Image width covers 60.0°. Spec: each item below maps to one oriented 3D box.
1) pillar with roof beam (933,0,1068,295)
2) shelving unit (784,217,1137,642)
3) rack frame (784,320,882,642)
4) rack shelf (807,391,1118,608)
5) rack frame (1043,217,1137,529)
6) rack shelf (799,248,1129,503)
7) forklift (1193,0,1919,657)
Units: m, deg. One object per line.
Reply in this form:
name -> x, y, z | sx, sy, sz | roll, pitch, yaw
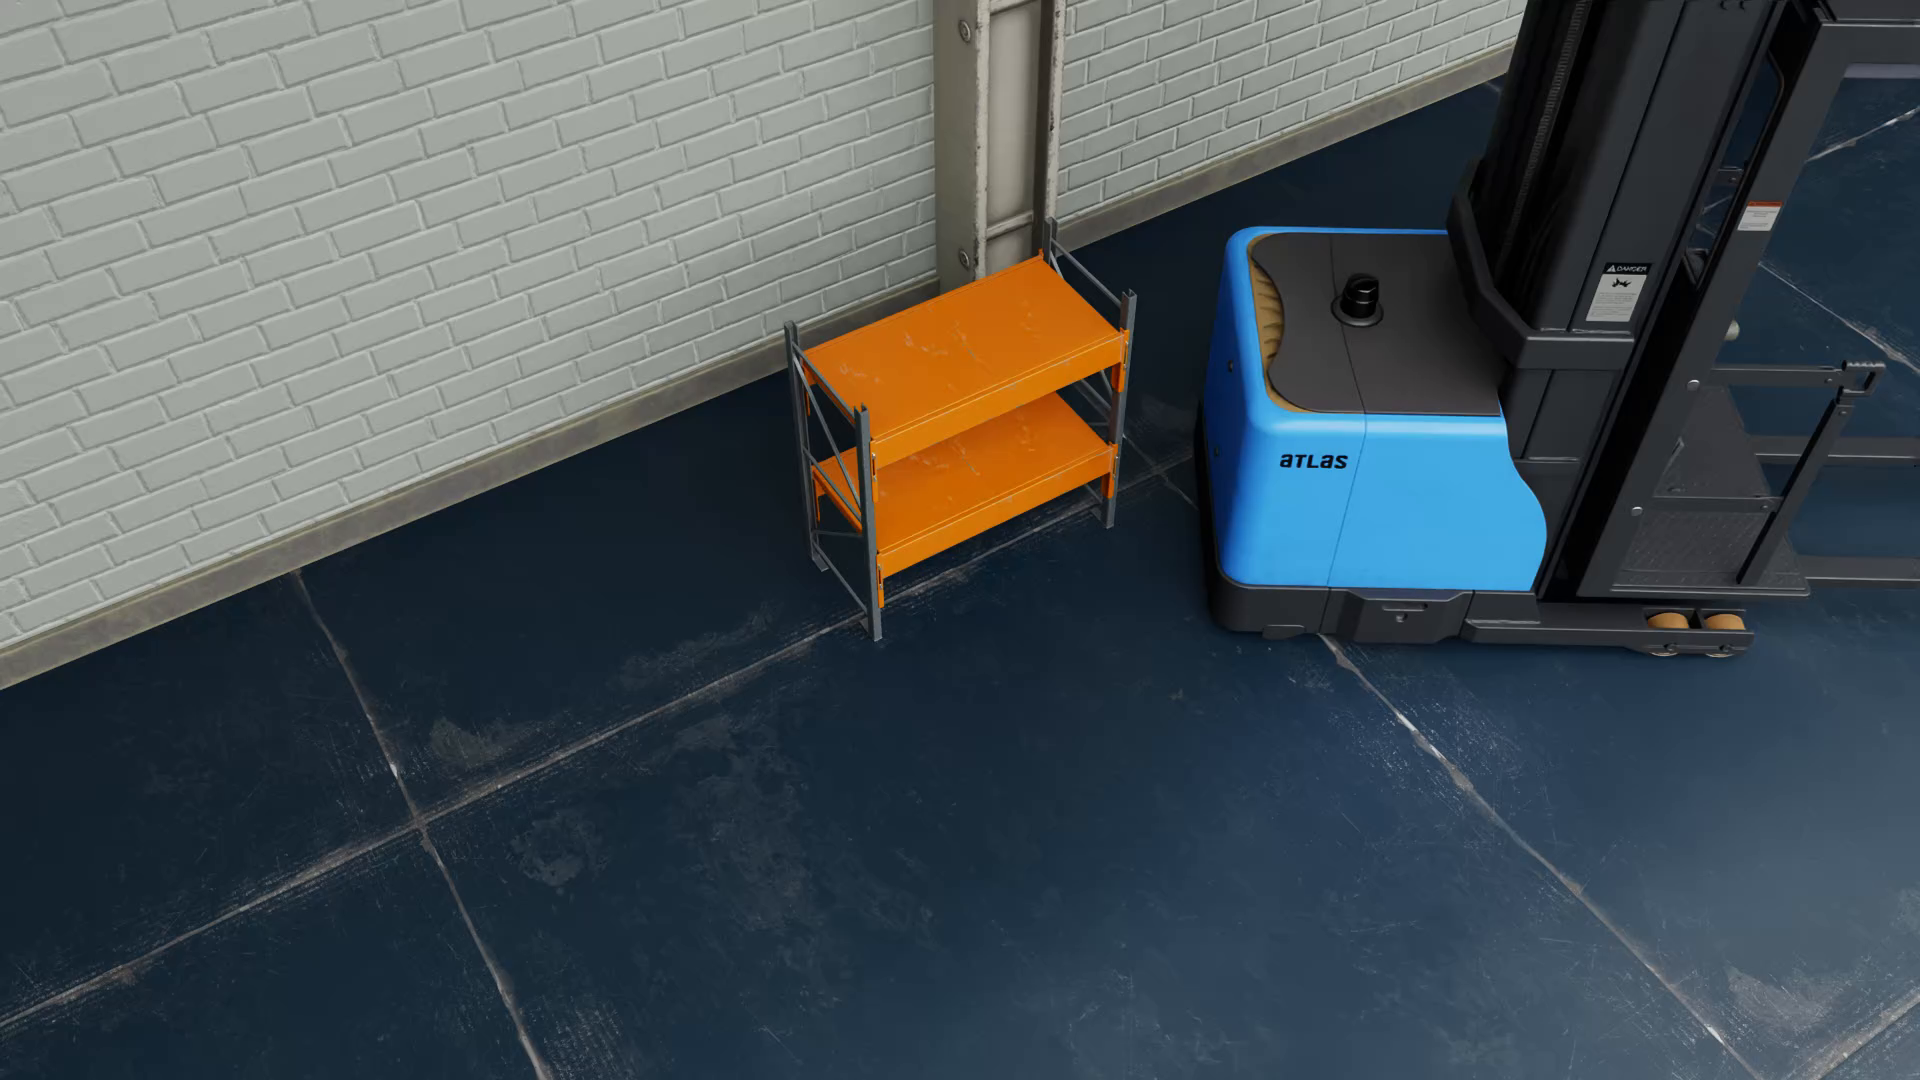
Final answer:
pillar with roof beam -> 2.443, -1.290, 1.373 | 0.400, 9.000, 9.100 | -25, 53, -21
shelving unit -> 0.006, -0.377, 5.832 | 1.048, 1.125, 0.538 | -25, 53, -21
rack frame -> -0.424, -0.174, 5.652 | 0.032, 1.125, 0.500 | -25, 53, -21
rack shelf -> 0.006, -0.214, 6.015 | 1.000, 0.278, 0.538 | -25, 53, -21
rack frame -> 0.436, -0.579, 6.013 | 0.032, 1.125, 0.500 | -25, 53, -21
rack shelf -> 0.006, -0.571, 5.614 | 1.000, 0.278, 0.538 | -25, 53, -21
forklift -> 2.414, -0.966, 5.148 | 3.031, 2.935, 1.130 | 1, 48, 1
